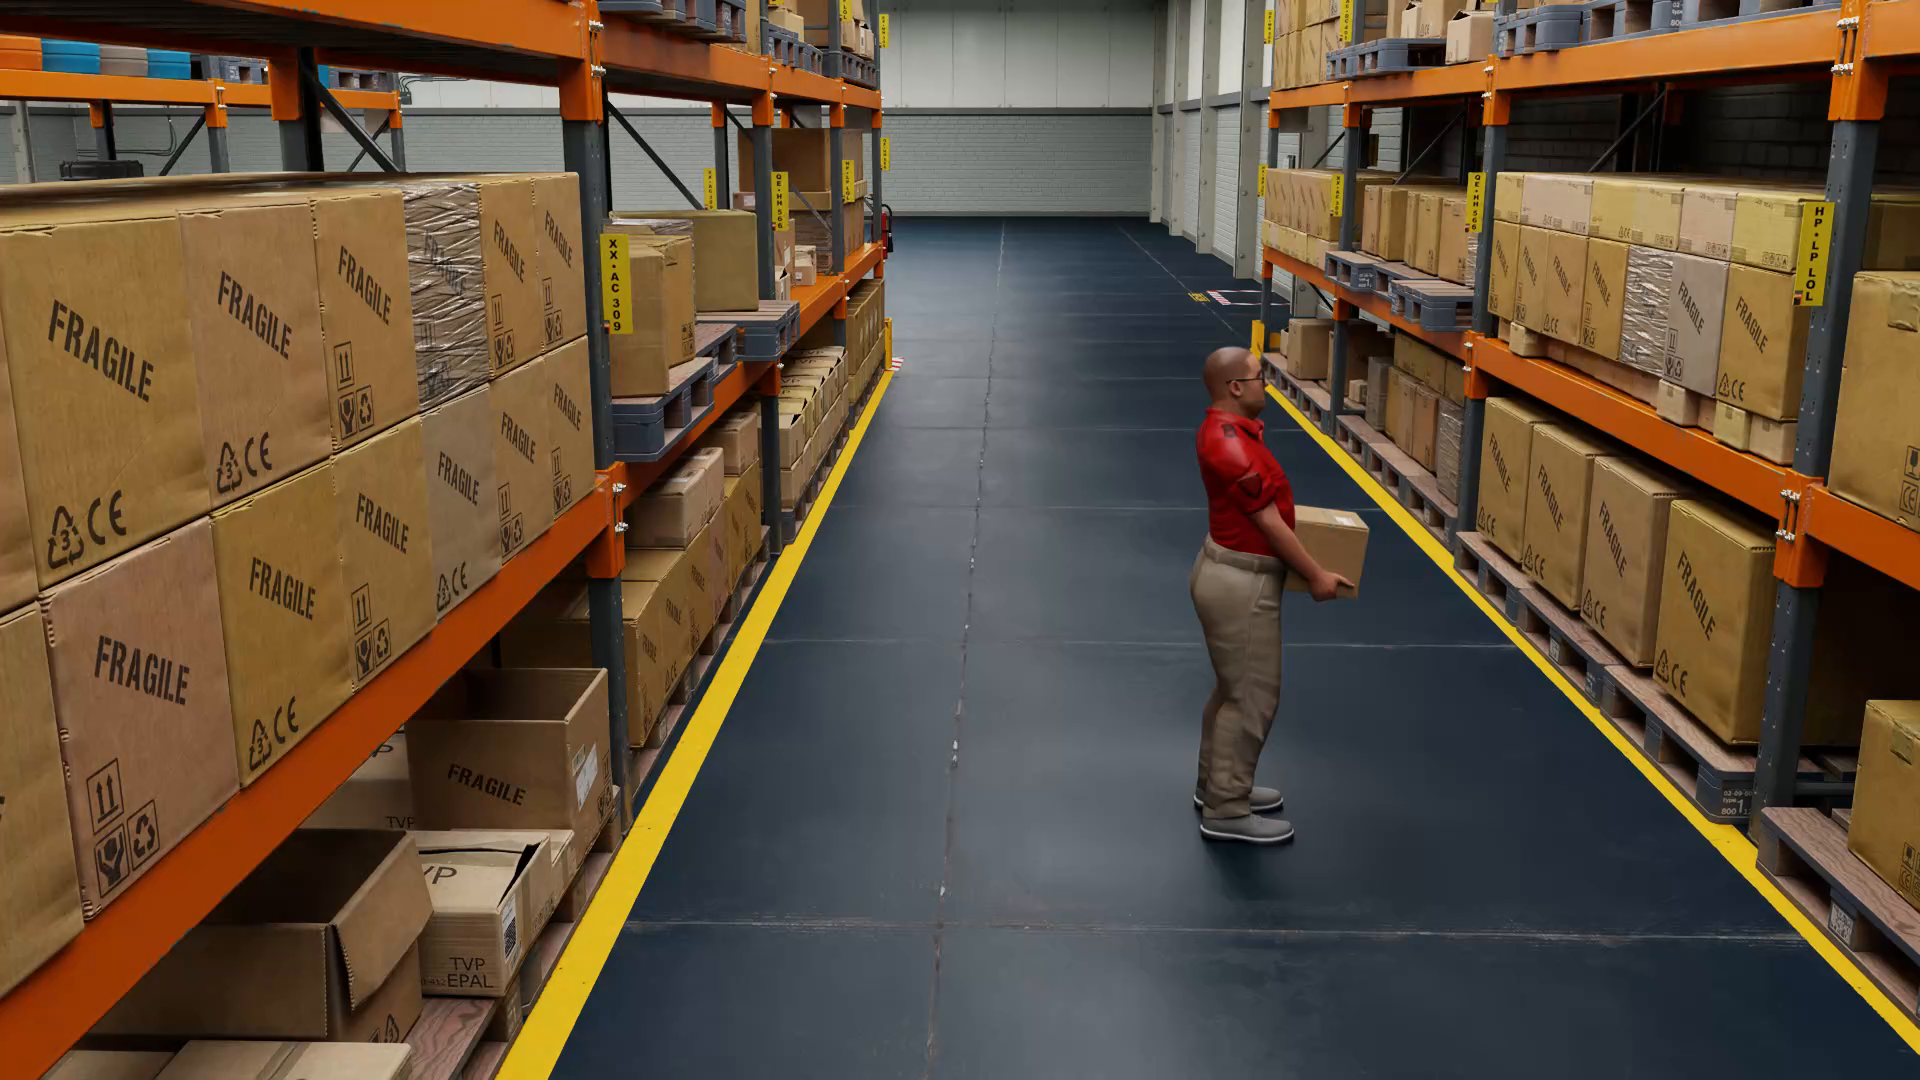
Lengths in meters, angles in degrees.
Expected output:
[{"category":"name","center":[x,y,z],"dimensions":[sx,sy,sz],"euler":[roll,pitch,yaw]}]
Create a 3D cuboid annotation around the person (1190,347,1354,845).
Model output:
[{"category":"person","center":[1.077,0.183,5.816],"dimensions":[0.537,1.717,0.494],"euler":[1,14,3]}]
